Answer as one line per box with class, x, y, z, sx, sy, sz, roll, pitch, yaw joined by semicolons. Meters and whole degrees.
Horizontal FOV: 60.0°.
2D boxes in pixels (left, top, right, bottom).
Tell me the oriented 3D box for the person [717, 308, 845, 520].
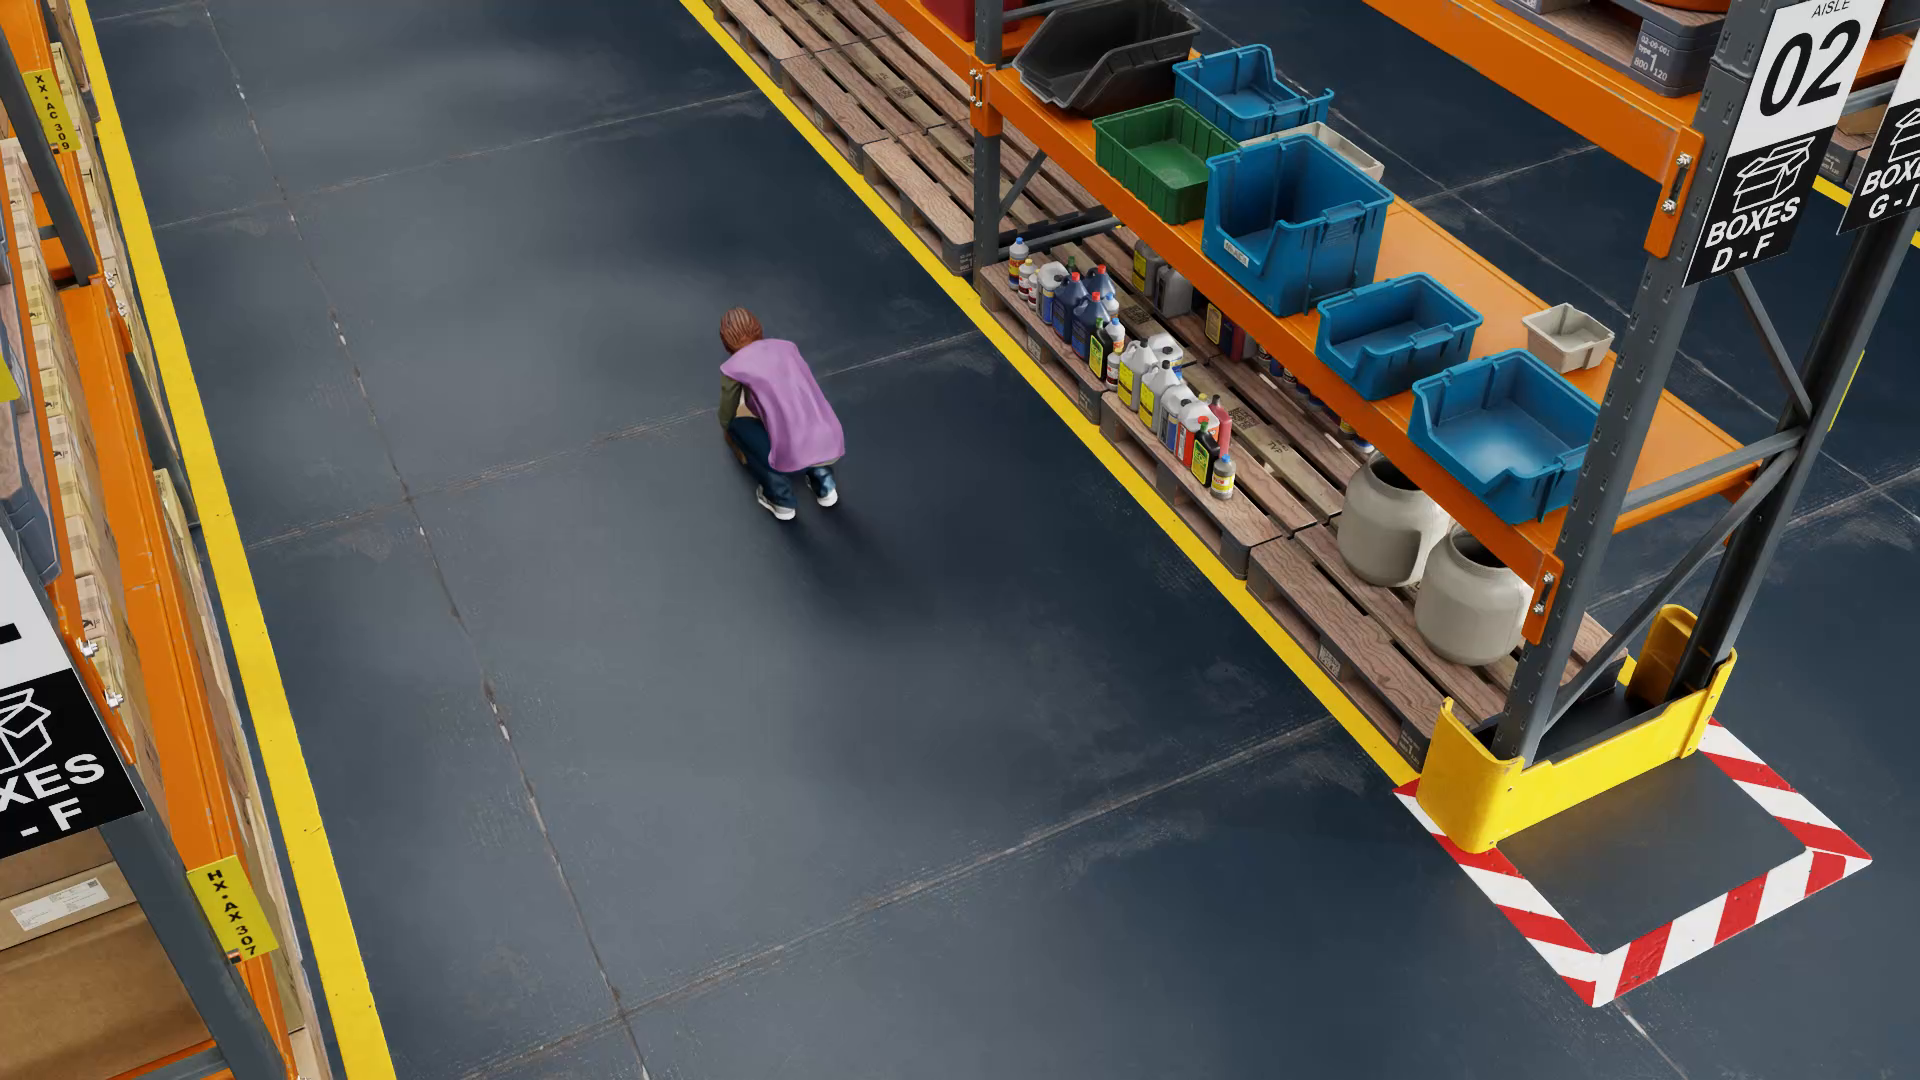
person;-0.800;-0.547;7.390;0.437;0.786;0.803;-19;45;-20
